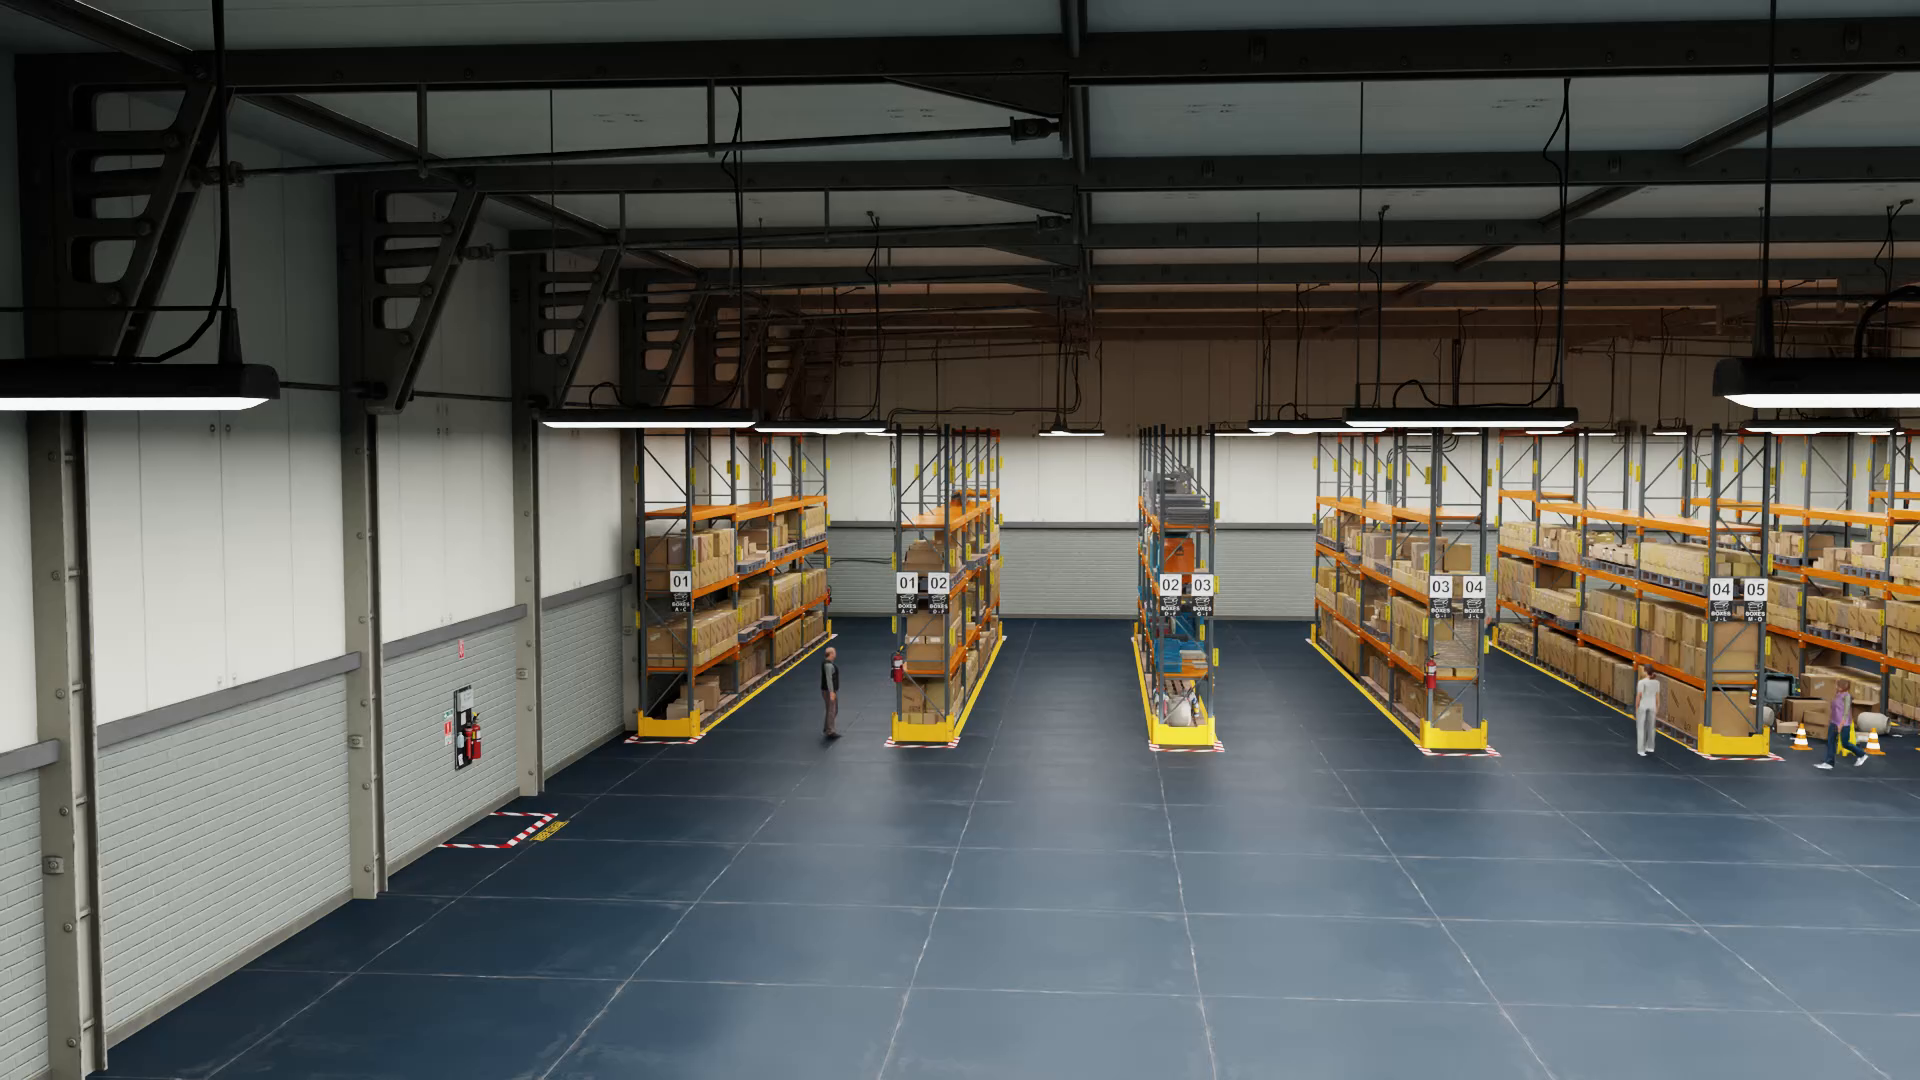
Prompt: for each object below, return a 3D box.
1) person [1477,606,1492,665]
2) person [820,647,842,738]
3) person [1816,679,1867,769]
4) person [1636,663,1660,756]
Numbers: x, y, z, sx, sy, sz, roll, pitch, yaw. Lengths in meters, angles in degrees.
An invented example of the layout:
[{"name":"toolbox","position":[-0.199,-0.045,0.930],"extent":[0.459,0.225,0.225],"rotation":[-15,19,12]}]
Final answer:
[{"name":"person","position":[13.269,2.304,42.415],"extent":[0.492,1.812,0.881],"rotation":[0,3,5]},{"name":"person","position":[-2.486,2.959,31.985],"extent":[0.396,1.805,0.620],"rotation":[0,3,-6]},{"name":"person","position":[15.260,3.182,28.725],"extent":[0.802,1.572,0.388],"rotation":[-1,4,-12]},{"name":"person","position":[12.459,3.053,30.212],"extent":[0.427,1.666,0.604],"rotation":[0,3,7]}]
